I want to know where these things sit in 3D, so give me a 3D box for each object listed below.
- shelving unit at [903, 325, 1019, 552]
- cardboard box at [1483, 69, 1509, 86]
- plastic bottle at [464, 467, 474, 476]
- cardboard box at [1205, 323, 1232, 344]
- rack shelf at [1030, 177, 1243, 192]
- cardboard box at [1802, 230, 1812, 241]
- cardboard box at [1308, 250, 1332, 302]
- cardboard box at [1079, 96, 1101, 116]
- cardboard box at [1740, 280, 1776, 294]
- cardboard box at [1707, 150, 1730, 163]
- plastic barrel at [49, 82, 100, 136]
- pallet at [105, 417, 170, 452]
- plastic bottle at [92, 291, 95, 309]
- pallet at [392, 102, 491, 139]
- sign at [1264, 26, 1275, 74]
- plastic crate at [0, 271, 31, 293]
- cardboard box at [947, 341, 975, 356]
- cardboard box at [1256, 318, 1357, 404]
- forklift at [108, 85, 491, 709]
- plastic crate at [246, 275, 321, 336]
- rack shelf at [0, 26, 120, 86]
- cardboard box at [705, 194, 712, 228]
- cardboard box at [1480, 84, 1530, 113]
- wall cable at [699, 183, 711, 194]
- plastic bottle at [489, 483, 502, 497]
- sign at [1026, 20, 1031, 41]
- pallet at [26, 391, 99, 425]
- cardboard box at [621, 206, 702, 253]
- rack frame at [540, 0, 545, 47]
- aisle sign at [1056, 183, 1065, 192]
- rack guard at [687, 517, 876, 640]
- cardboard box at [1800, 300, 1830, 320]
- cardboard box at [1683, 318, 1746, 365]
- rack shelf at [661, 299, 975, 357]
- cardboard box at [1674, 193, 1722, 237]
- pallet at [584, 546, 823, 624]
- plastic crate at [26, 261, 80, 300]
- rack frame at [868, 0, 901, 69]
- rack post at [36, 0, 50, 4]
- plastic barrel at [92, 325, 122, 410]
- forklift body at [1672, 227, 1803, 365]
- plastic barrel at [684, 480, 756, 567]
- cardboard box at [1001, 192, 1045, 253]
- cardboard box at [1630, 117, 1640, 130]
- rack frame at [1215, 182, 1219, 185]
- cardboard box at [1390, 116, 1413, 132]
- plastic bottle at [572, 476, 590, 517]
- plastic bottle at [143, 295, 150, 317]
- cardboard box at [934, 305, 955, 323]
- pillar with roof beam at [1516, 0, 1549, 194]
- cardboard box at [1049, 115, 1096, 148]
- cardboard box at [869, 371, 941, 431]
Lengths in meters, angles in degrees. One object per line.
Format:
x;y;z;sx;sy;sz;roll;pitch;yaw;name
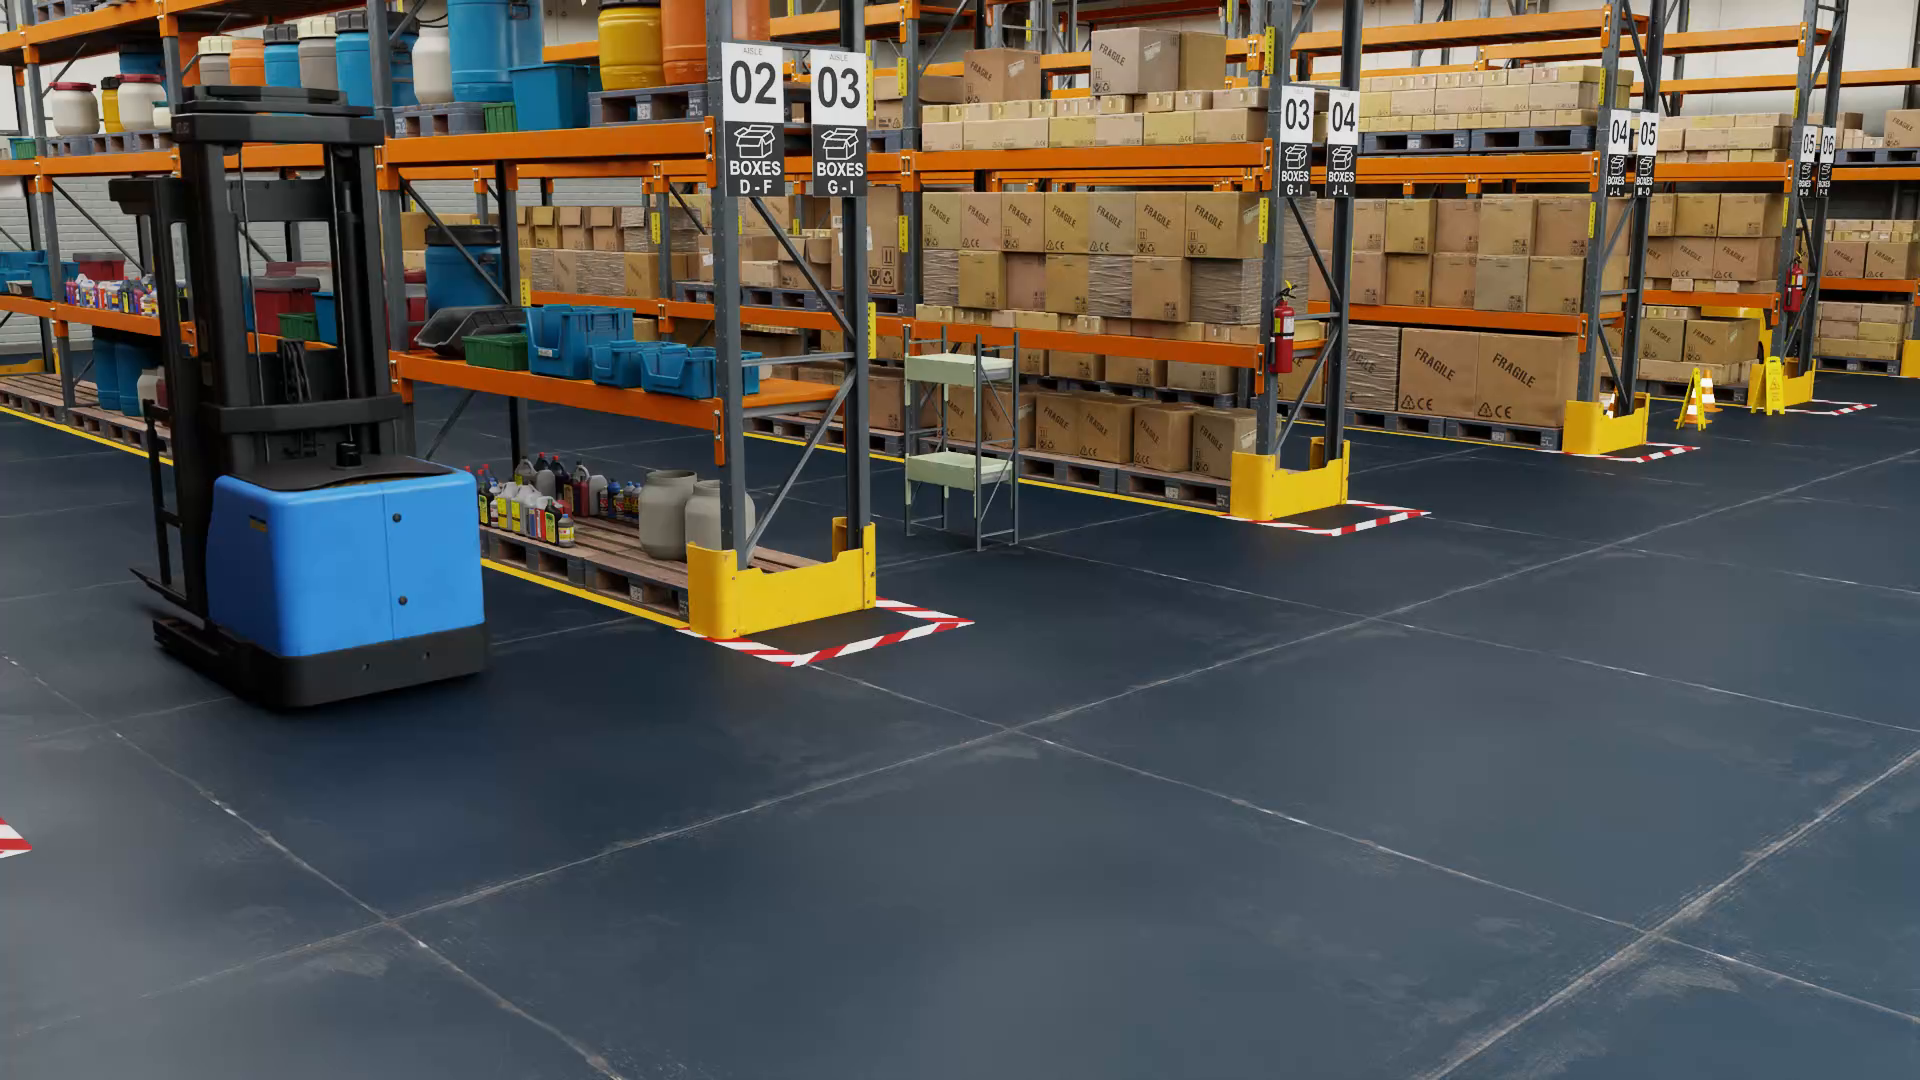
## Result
0.005;-0.734;11.755;0.431;1.500;0.755;-11;16;-43;shelving unit
5.299;-4.484;16.167;0.380;0.149;0.250;-11;16;-42;cardboard box
-3.439;-0.339;11.597;0.144;0.351;0.185;-10;16;-41;plastic bottle
2.130;-1.629;13.008;0.380;0.149;0.250;-11;16;-43;cardboard box
2.910;-5.660;26.300;1.077;0.370;4.000;-11;16;-43;rack shelf
12.058;-4.338;23.679;0.380;0.149;0.250;-11;16;-42;cardboard box
4.203;-2.907;18.217;0.875;0.550;0.550;-11;16;-43;cardboard box
1.182;-3.528;13.553;0.250;0.149;0.380;11;16;42;cardboard box
9.403;-2.986;19.591;0.380;0.149;0.250;-10;15;-41;cardboard box
9.013;-4.518;19.598;0.380;0.149;0.250;-10;15;-41;cardboard box
-9.039;-4.394;16.992;0.433;0.535;0.433;0;12;0;plastic barrel
-7.871;-1.102;16.736;1.003;0.211;1.213;-11;16;-43;pallet
-8.729;-2.443;16.830;0.097;0.201;0.097;0;12;0;plastic bottle
-3.127;-2.881;11.498;1.213;0.211;1.003;-11;16;-43;pallet
2.233;-3.531;11.990;0.100;0.325;0.005;-11;16;-43;sign
-10.934;-2.977;19.195;0.416;0.233;0.300;-11;16;-43;plastic crate
0.137;-2.588;22.192;0.500;0.500;0.500;-11;16;-43;cardboard box
3.927;-2.027;18.539;0.875;0.875;0.875;-11;16;-42;cardboard box
-3.737;-0.873;8.884;1.130;2.935;3.031;-10;15;-41;forklift
-5.564;-1.933;13.702;0.402;0.464;0.583;-11;16;-43;plastic crate
-10.602;-5.446;18.818;1.077;0.370;4.000;-11;16;-43;rack shelf
-3.575;-5.071;25.626;0.500;0.500;0.500;11;16;43;cardboard box
5.420;-4.281;16.169;0.500;0.250;0.500;-11;16;-42;cardboard box
-5.144;-6.751;34.653;0.585;1.953;0.123;-11;16;-43;wall cable
-3.180;-0.256;11.392;0.097;0.271;0.097;0;12;0;plastic bottle
1.110;-8.235;26.873;0.100;0.325;0.005;-11;16;-43;sign
-9.757;-1.500;18.669;1.003;0.211;1.213;-11;16;-43;pallet
-3.370;-3.520;18.828;0.797;0.503;0.637;-10;15;-41;cardboard box
-5.639;-6.392;20.638;1.000;3.000;0.127;-11;16;-43;rack frame
2.094;-7.353;33.727;0.394;0.787;0.004;-11;16;-43;aisle sign
-1.020;0.207;9.667;1.175;0.500;0.348;-11;16;-43;rack guard
12.147;-3.294;23.764;0.500;0.250;0.500;-11;16;-42;cardboard box
9.074;-2.391;19.996;0.500;0.500;0.500;-11;16;-42;cardboard box
-1.495;-2.226;17.066;1.077;0.370;4.000;-11;16;-43;rack shelf
8.961;-3.887;19.883;0.700;0.500;0.500;-11;16;-42;cardboard box
-1.578;0.229;10.275;1.003;0.211;1.213;-11;16;-43;pallet
-9.790;-2.806;17.989;0.392;0.384;0.575;-11;16;-43;plastic crate
-1.234;-8.357;30.175;1.000;3.000;0.127;-11;16;-43;rack frame
-8.662;-5.538;16.678;0.937;0.300;0.954;-11;16;-44;rack post
-8.858;-1.860;17.666;0.600;0.901;0.708;-11;16;-43;plastic barrel
10.774;-3.383;23.001;2.313;2.155;1.214;-11;16;-43;forklift body
-1.444;-0.085;10.016;0.421;0.512;0.421;0;12;0;plastic barrel
0.704;-2.724;14.237;0.500;0.500;0.500;-11;16;-43;cardboard box
8.285;-5.048;20.192;0.380;0.149;0.250;-10;16;-41;cardboard box
5.116;-5.527;31.306;1.000;3.000;0.127;-11;16;-43;rack frame
4.599;-4.241;16.965;0.380;0.149;0.250;-11;16;-42;cardboard box
-2.655;-0.313;11.640;0.061;0.283;0.133;-11;16;-43;plastic bottle
-7.676;-2.221;15.749;0.097;0.201;0.097;0;12;0;plastic bottle
-0.020;-2.052;15.060;0.380;0.149;0.250;-11;16;-43;cardboard box
6.317;-7.217;24.642;9.100;9.000;0.400;-11;16;-43;pillar with roof beam
1.086;-3.355;13.698;0.500;0.250;0.500;-11;16;-44;cardboard box
-0.522;-1.370;16.234;0.500;0.500;0.700;10;15;41;cardboard box
